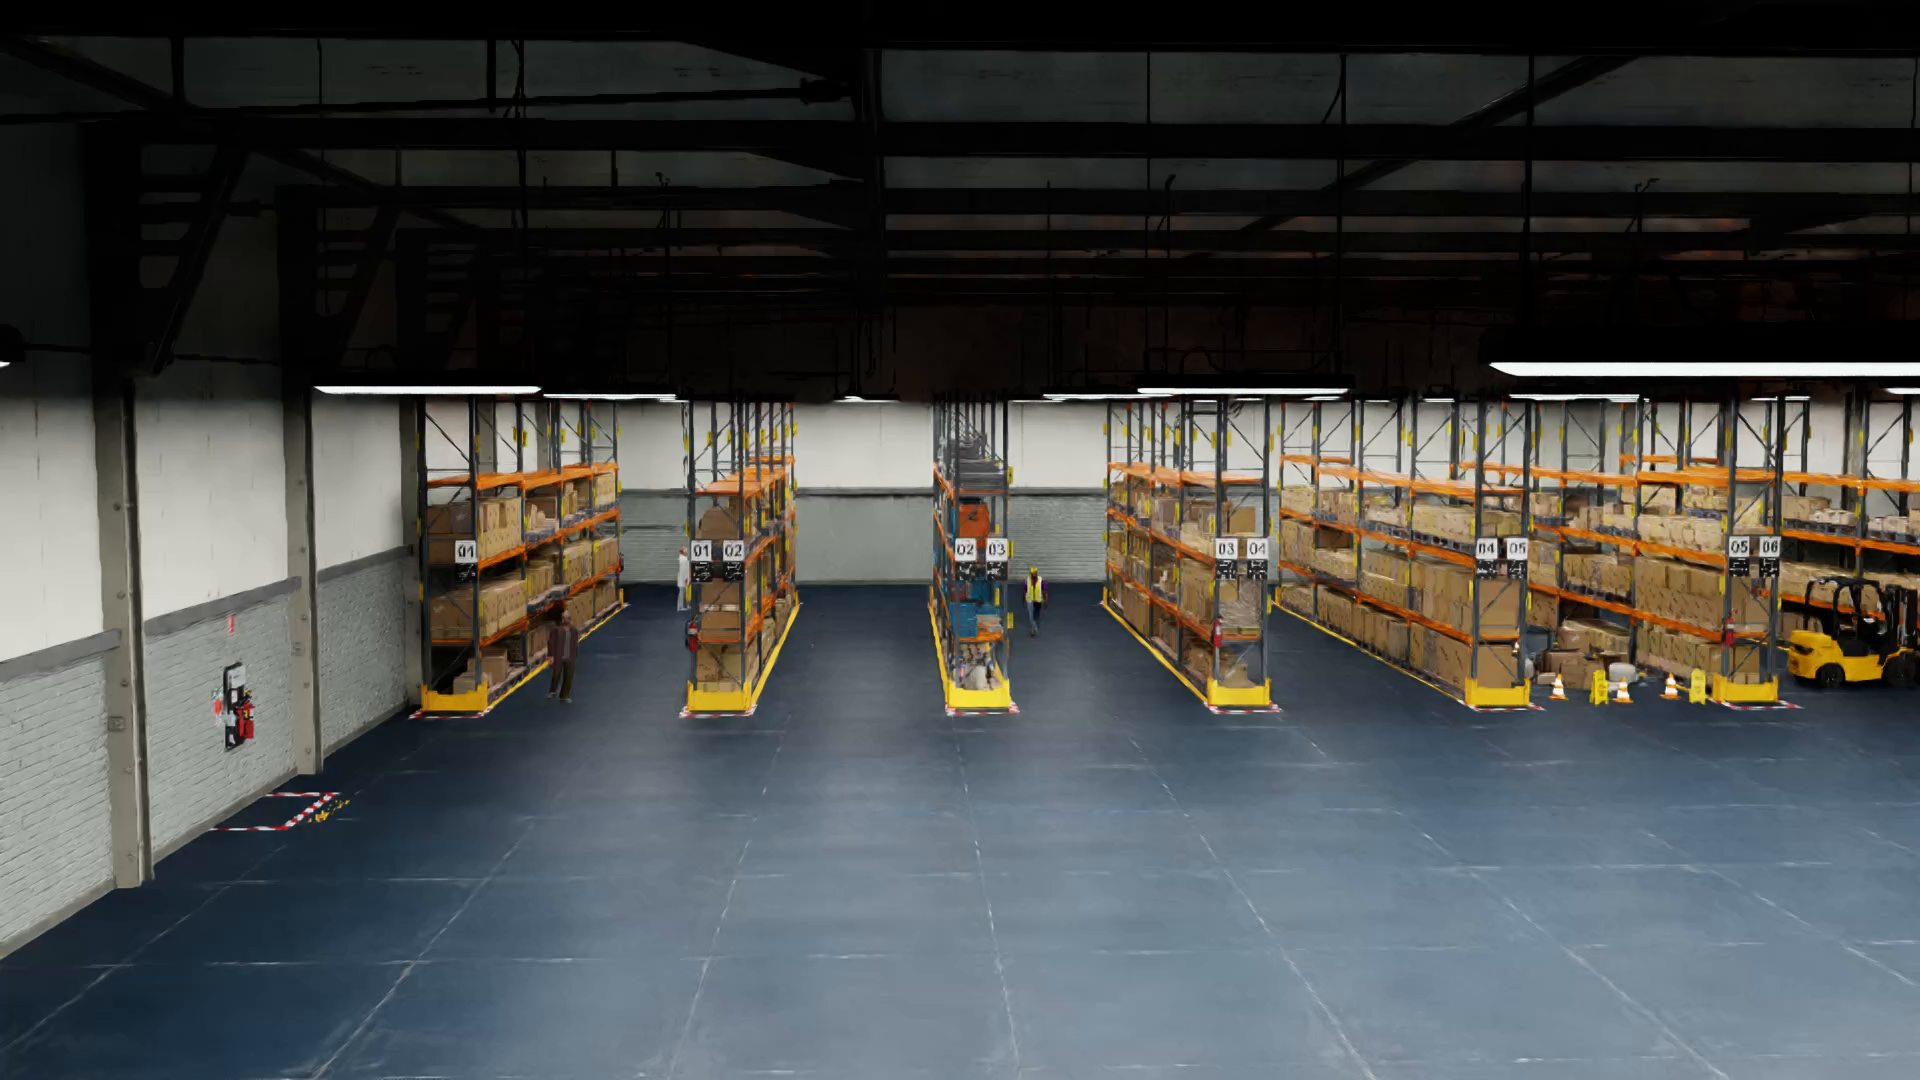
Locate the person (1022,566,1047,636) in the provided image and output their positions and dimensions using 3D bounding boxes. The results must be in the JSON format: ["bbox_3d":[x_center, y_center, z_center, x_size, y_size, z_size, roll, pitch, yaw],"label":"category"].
[{"bbox_3d":[1.863,1.502,41.287,0.589,1.716,1.043,0,5,-4],"label":"person"}]

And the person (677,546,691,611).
[{"bbox_3d":[-7.634,1.056,46.076,0.440,1.785,0.702,-1,5,-11],"label":"person"}]

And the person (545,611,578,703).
[{"bbox_3d":[-7.663,2.237,31.964,0.625,1.769,0.594,-3,6,-37],"label":"person"}]
